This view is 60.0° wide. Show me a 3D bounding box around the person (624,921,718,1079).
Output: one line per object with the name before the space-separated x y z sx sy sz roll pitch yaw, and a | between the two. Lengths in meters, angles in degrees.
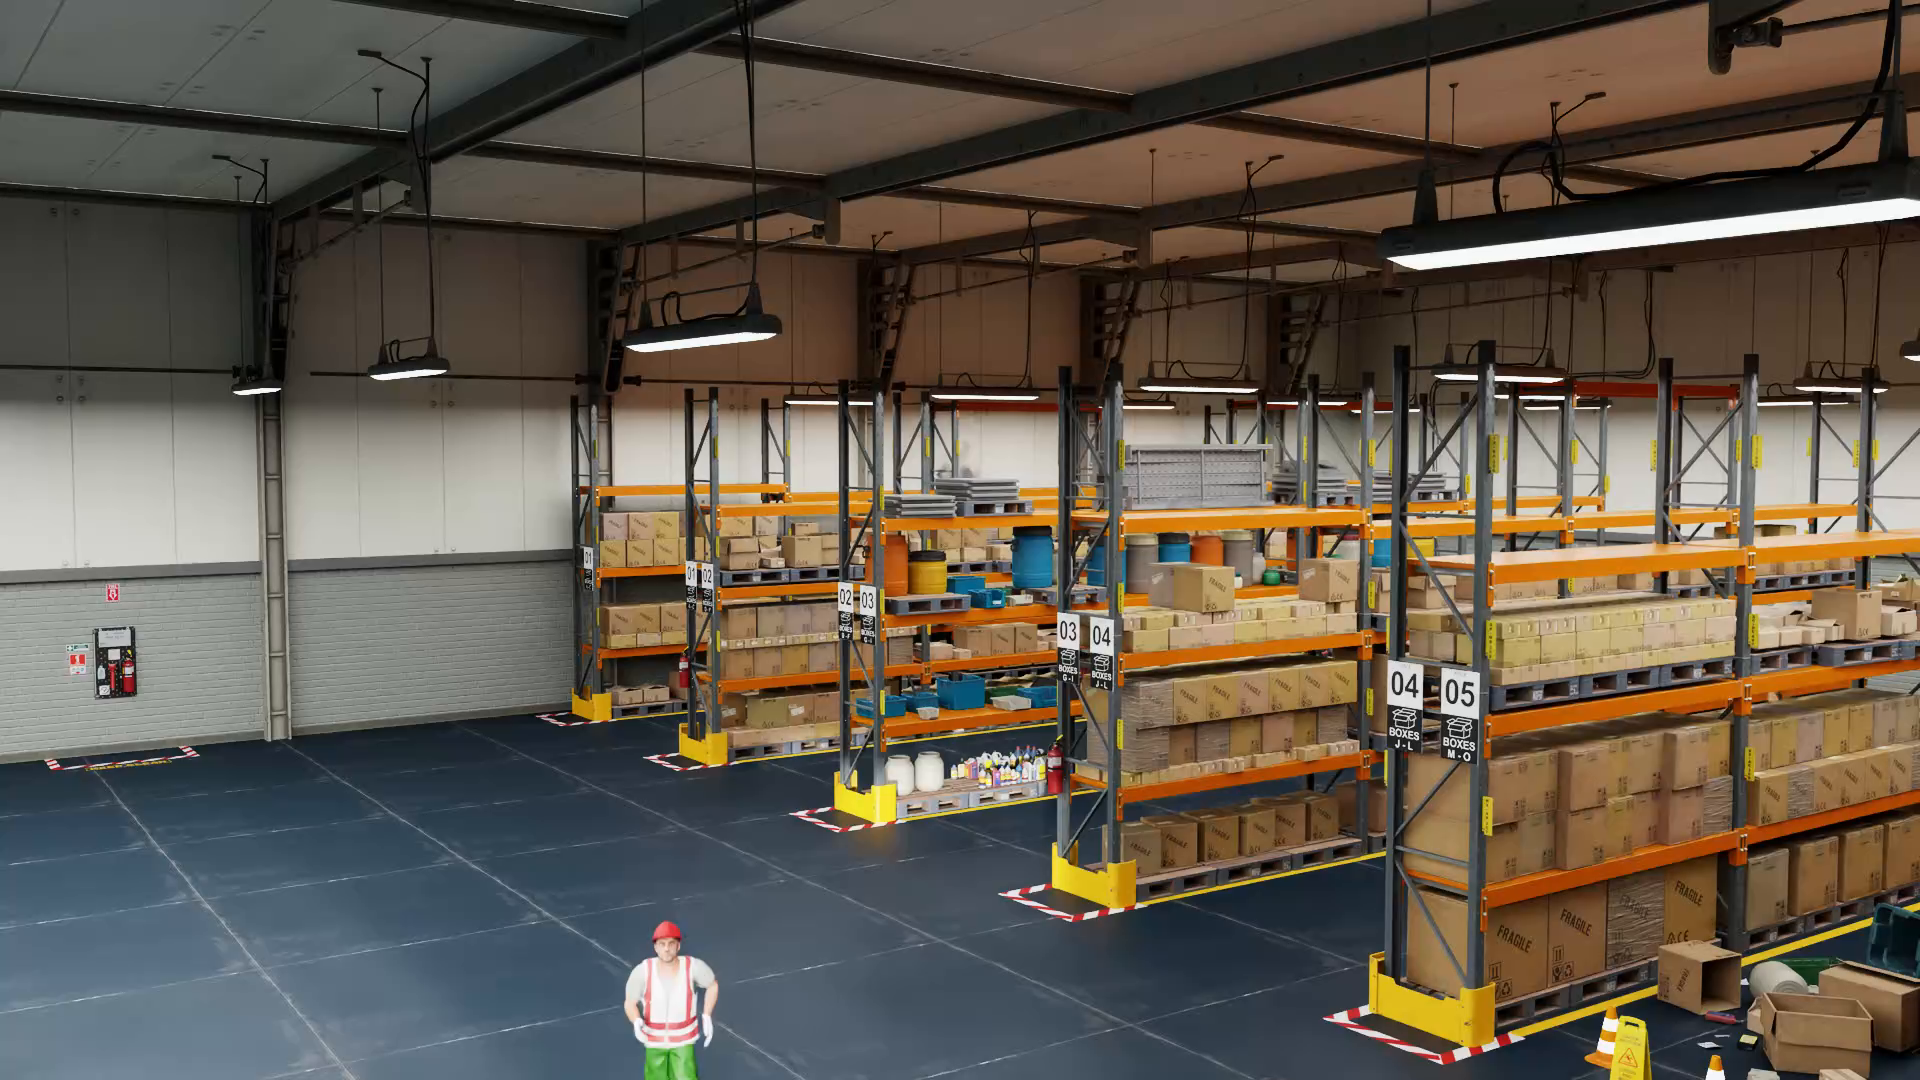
person | -2.059 3.568 11.753 0.635 1.754 0.652 0 3 -1

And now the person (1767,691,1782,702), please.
person | 11.393 2.922 23.307 0.934 1.664 0.568 -3 5 -44
